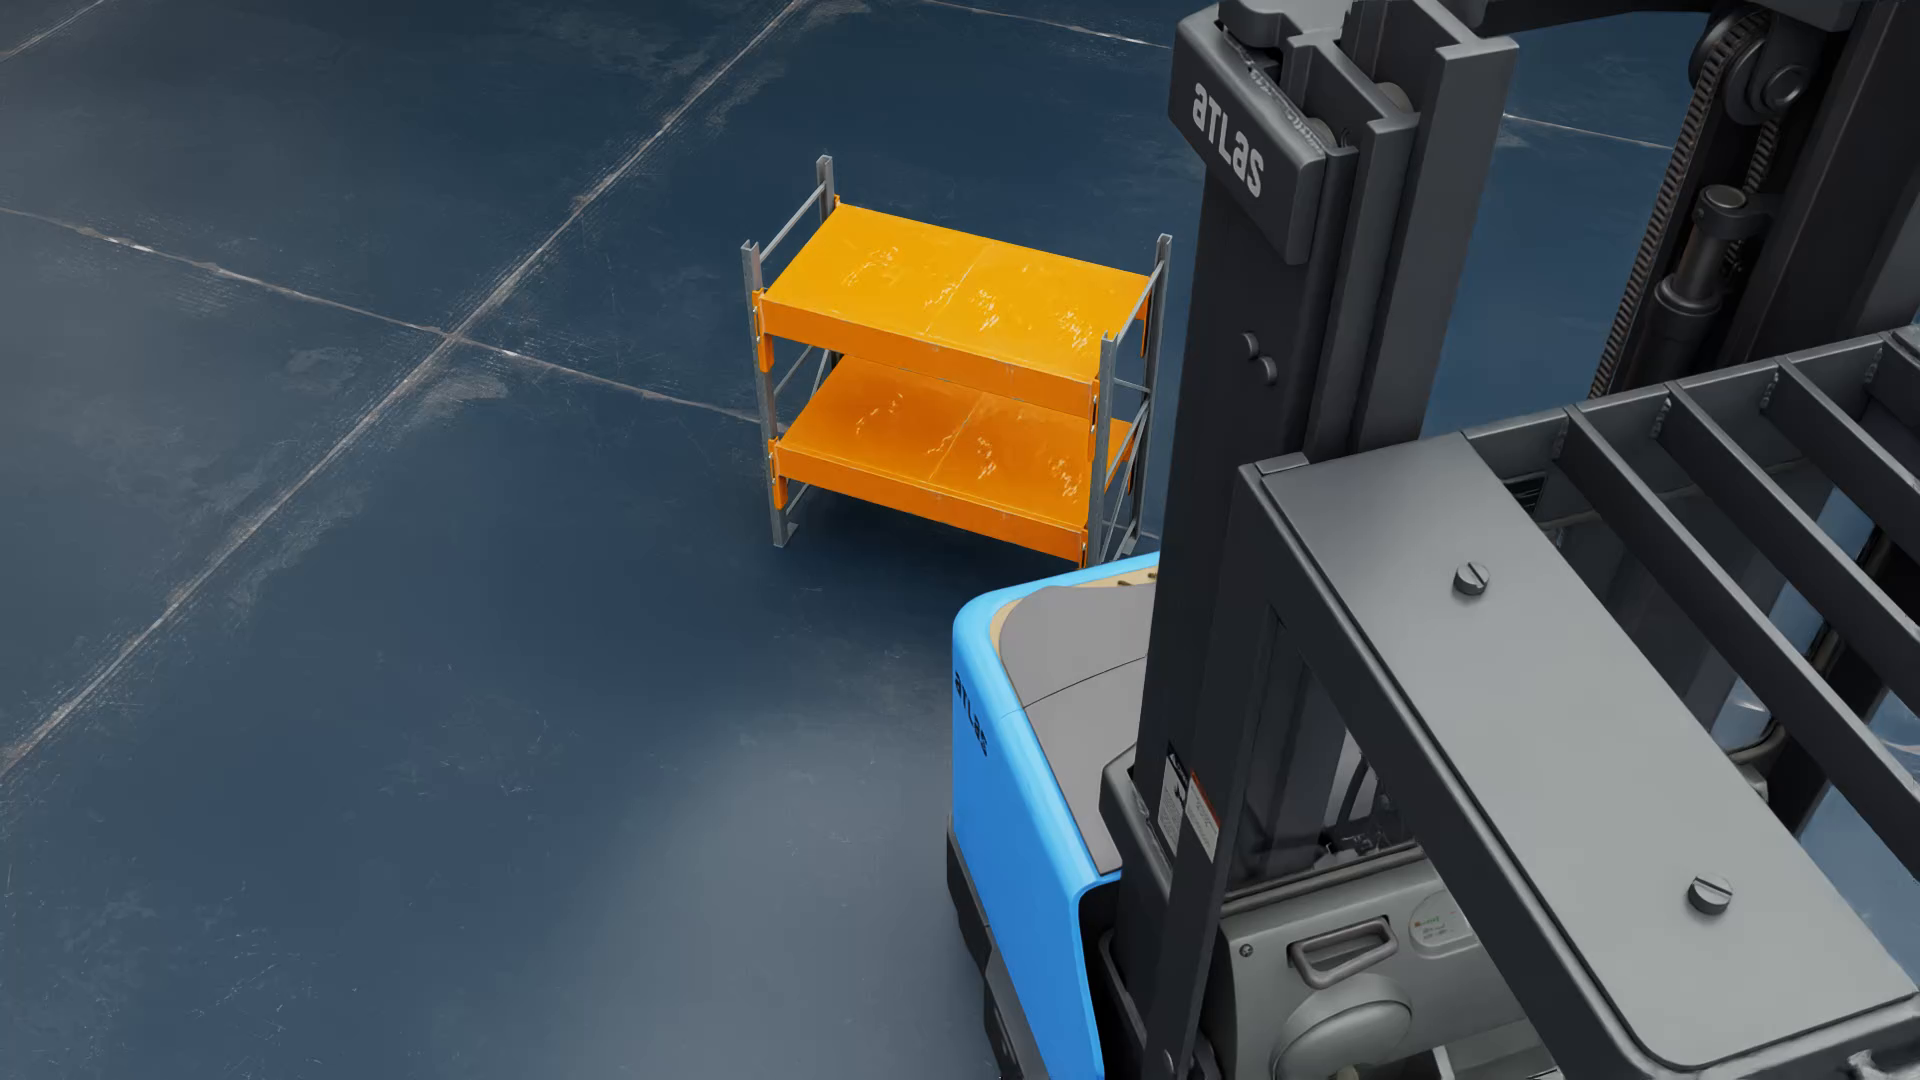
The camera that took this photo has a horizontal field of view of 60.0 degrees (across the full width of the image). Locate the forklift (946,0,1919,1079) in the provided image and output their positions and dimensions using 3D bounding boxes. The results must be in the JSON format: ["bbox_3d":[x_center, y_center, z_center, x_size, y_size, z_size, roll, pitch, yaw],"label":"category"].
[{"bbox_3d":[0.911,0.733,2.435,1.130,2.935,3.031,-13,46,-13],"label":"forklift"}]

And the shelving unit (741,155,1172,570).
[{"bbox_3d":[-0.006,-0.401,4.855,1.048,1.125,0.538,16,47,16],"label":"shelving unit"}]

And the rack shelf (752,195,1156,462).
[{"bbox_3d":[-0.006,-0.608,4.649,1.000,0.278,0.538,16,47,16],"label":"rack shelf"}]

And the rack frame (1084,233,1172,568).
[{"bbox_3d":[0.463,-0.263,4.716,0.032,1.125,0.500,16,47,16],"label":"rack frame"}]

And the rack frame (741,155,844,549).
[{"bbox_3d":[-0.475,-0.539,4.994,0.032,1.125,0.500,16,47,16],"label":"rack frame"}]

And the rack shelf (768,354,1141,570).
[{"bbox_3d":[-0.006,-0.227,5.028,1.000,0.278,0.538,16,47,16],"label":"rack shelf"}]
